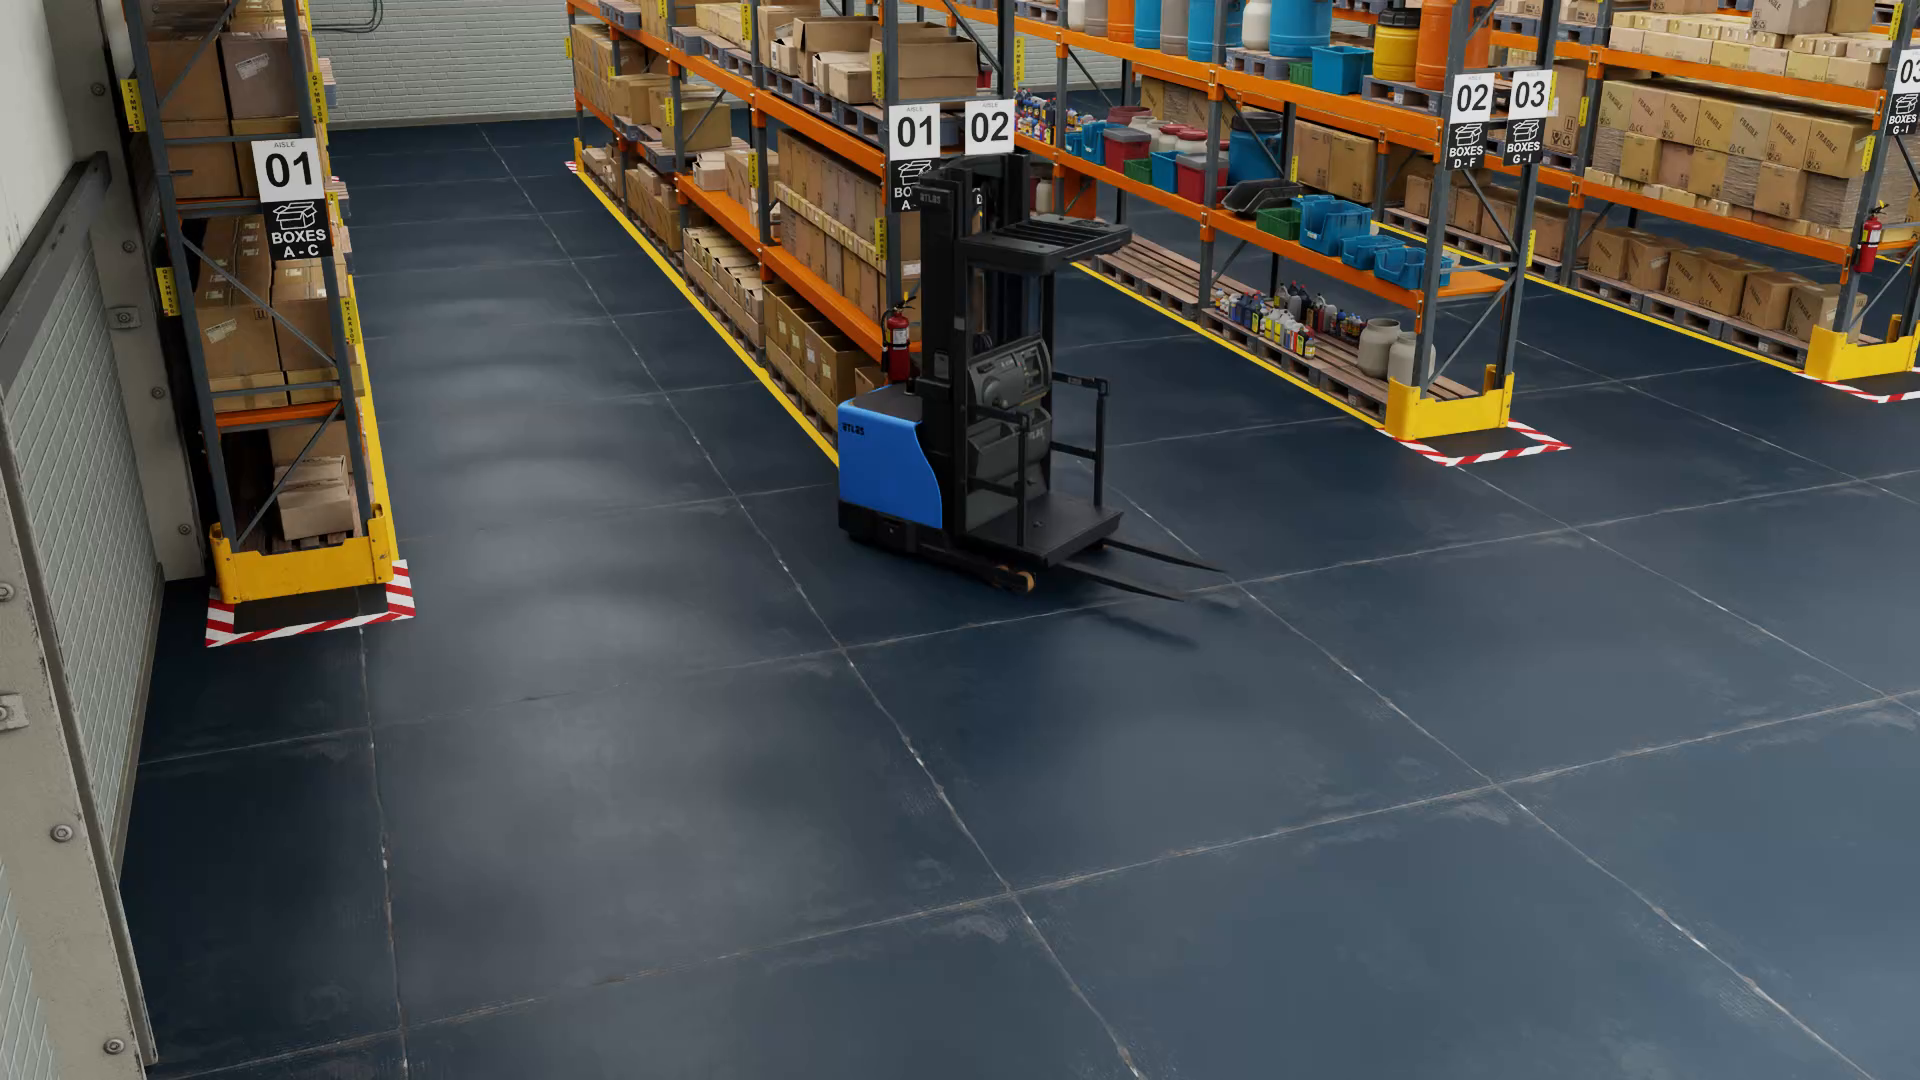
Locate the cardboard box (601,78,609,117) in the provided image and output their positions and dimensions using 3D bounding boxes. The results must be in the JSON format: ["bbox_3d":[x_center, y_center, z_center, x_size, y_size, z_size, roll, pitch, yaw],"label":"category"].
[{"bbox_3d":[-4.923,-6.456,24.200,0.500,0.500,0.500,-8,24,-17],"label":"cardboard box"}]

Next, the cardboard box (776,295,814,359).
[{"bbox_3d":[-1.442,-2.050,15.909,0.500,0.500,0.500,-8,24,-19],"label":"cardboard box"}]

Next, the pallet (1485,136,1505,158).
[{"bbox_3d":[7.096,-5.179,21.546,1.003,0.211,1.213,-8,24,-19],"label":"pallet"}]

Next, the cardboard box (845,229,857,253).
[{"bbox_3d":[-0.762,-2.549,14.095,0.380,0.149,0.250,-8,24,-17],"label":"cardboard box"}]

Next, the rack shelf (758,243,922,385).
[{"bbox_3d":[-0.791,-2.111,14.947,1.077,0.370,4.000,-8,24,-19],"label":"rack shelf"}]

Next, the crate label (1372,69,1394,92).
[{"bbox_3d":[4.199,-4.434,15.860,0.502,0.251,0.408,-8,24,-19],"label":"crate label"}]

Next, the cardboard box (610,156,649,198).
[{"bbox_3d":[-4.790,-5.295,24.227,0.500,0.500,0.500,-8,24,-19],"label":"cardboard box"}]

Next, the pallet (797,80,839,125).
[{"bbox_3d":[-0.744,-3.762,14.190,1.003,0.211,1.213,-8,24,-19],"label":"pallet"}]

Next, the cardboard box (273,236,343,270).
[{"bbox_3d":[-5.140,-2.091,13.175,0.500,0.500,0.500,-8,24,-17],"label":"cardboard box"}]

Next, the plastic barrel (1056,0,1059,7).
[{"bbox_3d":[1.527,-7.282,21.332,0.600,0.830,0.708,-8,24,-19],"label":"plastic barrel"}]

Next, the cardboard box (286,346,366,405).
[{"bbox_3d":[-4.592,-1.196,12.017,0.500,0.250,0.500,-9,25,-21],"label":"cardboard box"}]

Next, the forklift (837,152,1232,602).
[{"bbox_3d":[0.530,-1.192,11.928,3.031,2.935,1.130,17,28,34],"label":"forklift"}]

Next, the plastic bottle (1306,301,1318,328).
[{"bbox_3d":[3.730,-2.394,17.622,0.061,0.283,0.133,-8,24,-19],"label":"plastic bottle"}]

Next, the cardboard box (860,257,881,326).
[{"bbox_3d":[-0.427,-2.124,13.922,0.700,0.500,0.500,-8,24,-18],"label":"cardboard box"}]

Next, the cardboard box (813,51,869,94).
[{"bbox_3d":[-0.934,-3.900,13.796,0.500,0.311,0.500,-5,23,-13],"label":"cardboard box"}]

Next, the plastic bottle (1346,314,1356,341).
[{"bbox_3d":[4.046,-2.202,17.183,0.097,0.271,0.097,0,23,0],"label":"plastic bottle"}]

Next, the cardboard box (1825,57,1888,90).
[{"bbox_3d":[8.777,-4.528,16.085,0.500,0.250,0.500,-8,24,-18],"label":"cardboard box"}]

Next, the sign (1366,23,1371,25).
[{"bbox_3d":[7.701,-9.856,31.281,0.100,0.325,0.005,-8,24,-19],"label":"sign"}]

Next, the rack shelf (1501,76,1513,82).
[{"bbox_3d":[10.328,-7.020,26.593,1.077,0.370,4.000,-8,24,-19],"label":"rack shelf"}]

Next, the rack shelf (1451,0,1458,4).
[{"bbox_3d":[3.845,-5.370,15.469,1.077,0.370,4.000,-8,24,-19],"label":"rack shelf"}]

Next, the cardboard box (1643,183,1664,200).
[{"bbox_3d":[7.904,-3.927,18.651,0.380,0.149,0.250,-8,24,-19],"label":"cardboard box"}]

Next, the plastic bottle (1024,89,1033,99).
[{"bbox_3d":[1.008,-6.376,24.202,0.144,0.351,0.185,-8,24,-19],"label":"plastic bottle"}]

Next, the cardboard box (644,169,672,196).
[{"bbox_3d":[-3.849,-4.718,21.892,0.500,0.250,0.500,-9,24,-20],"label":"cardboard box"}]

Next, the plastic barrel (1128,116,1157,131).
[{"bbox_3d":[2.288,-5.008,20.750,0.421,0.512,0.421,0,23,0],"label":"plastic barrel"}]

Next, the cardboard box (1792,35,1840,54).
[{"bbox_3d":[8.502,-4.912,16.483,0.380,0.149,0.250,-8,24,-19],"label":"cardboard box"}]

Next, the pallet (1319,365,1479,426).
[{"bbox_3d":[4.198,-1.427,15.987,1.003,0.211,1.213,-8,24,-19],"label":"pallet"}]

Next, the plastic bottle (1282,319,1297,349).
[{"bbox_3d":[3.380,-2.095,16.923,0.152,0.276,0.135,-9,24,-20],"label":"plastic bottle"}]

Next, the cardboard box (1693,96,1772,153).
[{"bbox_3d":[8.234,-4.430,17.722,0.500,0.500,0.500,-8,24,-19],"label":"cardboard box"}]

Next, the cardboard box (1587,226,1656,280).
[{"bbox_3d":[7.876,-3.418,19.800,0.500,0.500,0.500,-9,25,-21],"label":"cardboard box"}]

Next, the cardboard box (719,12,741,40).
[{"bbox_3d":[-2.304,-5.575,18.029,0.500,0.250,0.500,-9,24,-20],"label":"cardboard box"}]

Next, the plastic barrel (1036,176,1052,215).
[{"bbox_3d":[1.253,-4.717,22.865,0.421,0.512,0.421,0,23,0],"label":"plastic barrel"}]

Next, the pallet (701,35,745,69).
[{"bbox_3d":[-2.189,-5.278,17.915,1.003,0.211,1.213,-7,24,-17],"label":"pallet"}]

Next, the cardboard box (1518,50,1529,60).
[{"bbox_3d":[9.424,-7.993,27.375,0.380,0.149,0.250,-9,24,-20],"label":"cardboard box"}]

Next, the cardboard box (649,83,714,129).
[{"bbox_3d":[-3.641,-5.683,21.825,0.700,0.500,0.500,-15,27,-32],"label":"cardboard box"}]

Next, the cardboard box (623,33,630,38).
[{"bbox_3d":[-4.774,-7.355,25.046,0.500,0.500,0.500,-8,24,-17],"label":"cardboard box"}]

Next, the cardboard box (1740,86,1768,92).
[{"bbox_3d":[11.301,-6.103,23.363,0.500,0.500,0.500,-8,24,-19],"label":"cardboard box"}]

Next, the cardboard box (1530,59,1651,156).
[{"bbox_3d":[7.622,-5.305,20.286,1.000,1.000,1.000,-8,24,-19],"label":"cardboard box"}]

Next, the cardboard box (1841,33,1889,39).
[{"bbox_3d":[9.069,-4.994,16.678,0.380,0.149,0.250,-7,24,-17],"label":"cardboard box"}]

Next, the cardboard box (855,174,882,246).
[{"bbox_3d":[-0.447,-2.741,13.716,0.700,0.500,0.500,-9,24,-20],"label":"cardboard box"}]

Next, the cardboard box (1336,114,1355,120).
[{"bbox_3d":[5.782,-6.354,23.959,0.500,0.500,0.500,-9,24,-19],"label":"cardboard box"}]

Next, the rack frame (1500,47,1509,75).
[{"bbox_3d":[9.621,-8.078,28.178,1.000,3.000,0.127,-8,24,-19],"label":"rack frame"}]

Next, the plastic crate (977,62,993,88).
[{"bbox_3d":[0.231,-7.171,25.865,0.402,0.464,0.583,-8,24,-19],"label":"plastic crate"}]

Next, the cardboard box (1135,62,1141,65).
[{"bbox_3d":[3.349,-8.598,29.734,0.380,0.149,0.250,-8,24,-18],"label":"cardboard box"}]

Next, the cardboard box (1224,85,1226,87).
[{"bbox_3d":[4.440,-7.478,27.077,0.380,0.149,0.250,-8,24,-18],"label":"cardboard box"}]

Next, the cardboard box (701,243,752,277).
[{"bbox_3d":[-2.629,-3.202,18.886,0.500,0.311,0.500,-9,24,-20],"label":"cardboard box"}]

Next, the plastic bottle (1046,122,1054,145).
[{"bbox_3d":[1.183,-5.336,21.822,0.061,0.283,0.133,-8,24,-19],"label":"plastic bottle"}]

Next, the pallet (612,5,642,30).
[{"bbox_3d":[-3.789,-6.749,21.404,1.213,0.211,1.003,-8,24,-19],"label":"pallet"}]

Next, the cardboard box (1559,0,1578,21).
[{"bbox_3d":[7.346,-6.369,19.893,0.396,0.266,0.258,-7,24,-17],"label":"cardboard box"}]

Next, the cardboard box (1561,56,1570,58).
[{"bbox_3d":[9.788,-7.754,26.426,0.380,0.149,0.250,-7,24,-17],"label":"cardboard box"}]

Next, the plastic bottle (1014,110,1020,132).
[{"bbox_3d":[0.779,-5.751,22.807,0.061,0.283,0.133,-8,24,-19],"label":"plastic bottle"}]

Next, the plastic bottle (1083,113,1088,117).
[{"bbox_3d":[1.706,-5.672,22.620,0.061,0.283,0.133,-8,24,-19],"label":"plastic bottle"}]

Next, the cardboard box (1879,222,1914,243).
[{"bbox_3d":[9.307,-3.095,16.677,0.380,0.149,0.250,-8,24,-19],"label":"cardboard box"}]

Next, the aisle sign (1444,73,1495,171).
[{"bbox_3d":[4.299,-3.526,14.029,0.394,0.787,0.004,-8,24,-19],"label":"aisle sign"}]

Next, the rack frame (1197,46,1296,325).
[{"bbox_3d":[3.138,-3.848,18.141,1.000,3.000,0.127,-8,24,-19],"label":"rack frame"}]

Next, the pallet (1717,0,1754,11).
[{"bbox_3d":[11.312,-7.693,23.646,1.213,0.211,1.003,-7,24,-17],"label":"pallet"}]

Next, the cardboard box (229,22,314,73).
[{"bbox_3d":[-4.756,-3.296,11.528,0.500,0.500,0.500,-9,24,-20],"label":"cardboard box"}]

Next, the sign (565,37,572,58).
[{"bbox_3d":[-6.244,-7.854,26.532,0.100,0.325,0.005,-8,24,-19],"label":"sign"}]

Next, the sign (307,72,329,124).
[{"bbox_3d":[-4.210,-2.895,10.892,0.100,0.325,0.005,-8,24,-19],"label":"sign"}]

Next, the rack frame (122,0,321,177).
[{"bbox_3d":[-4.717,-3.800,10.303,1.000,3.000,0.127,-8,24,-19],"label":"rack frame"}]
